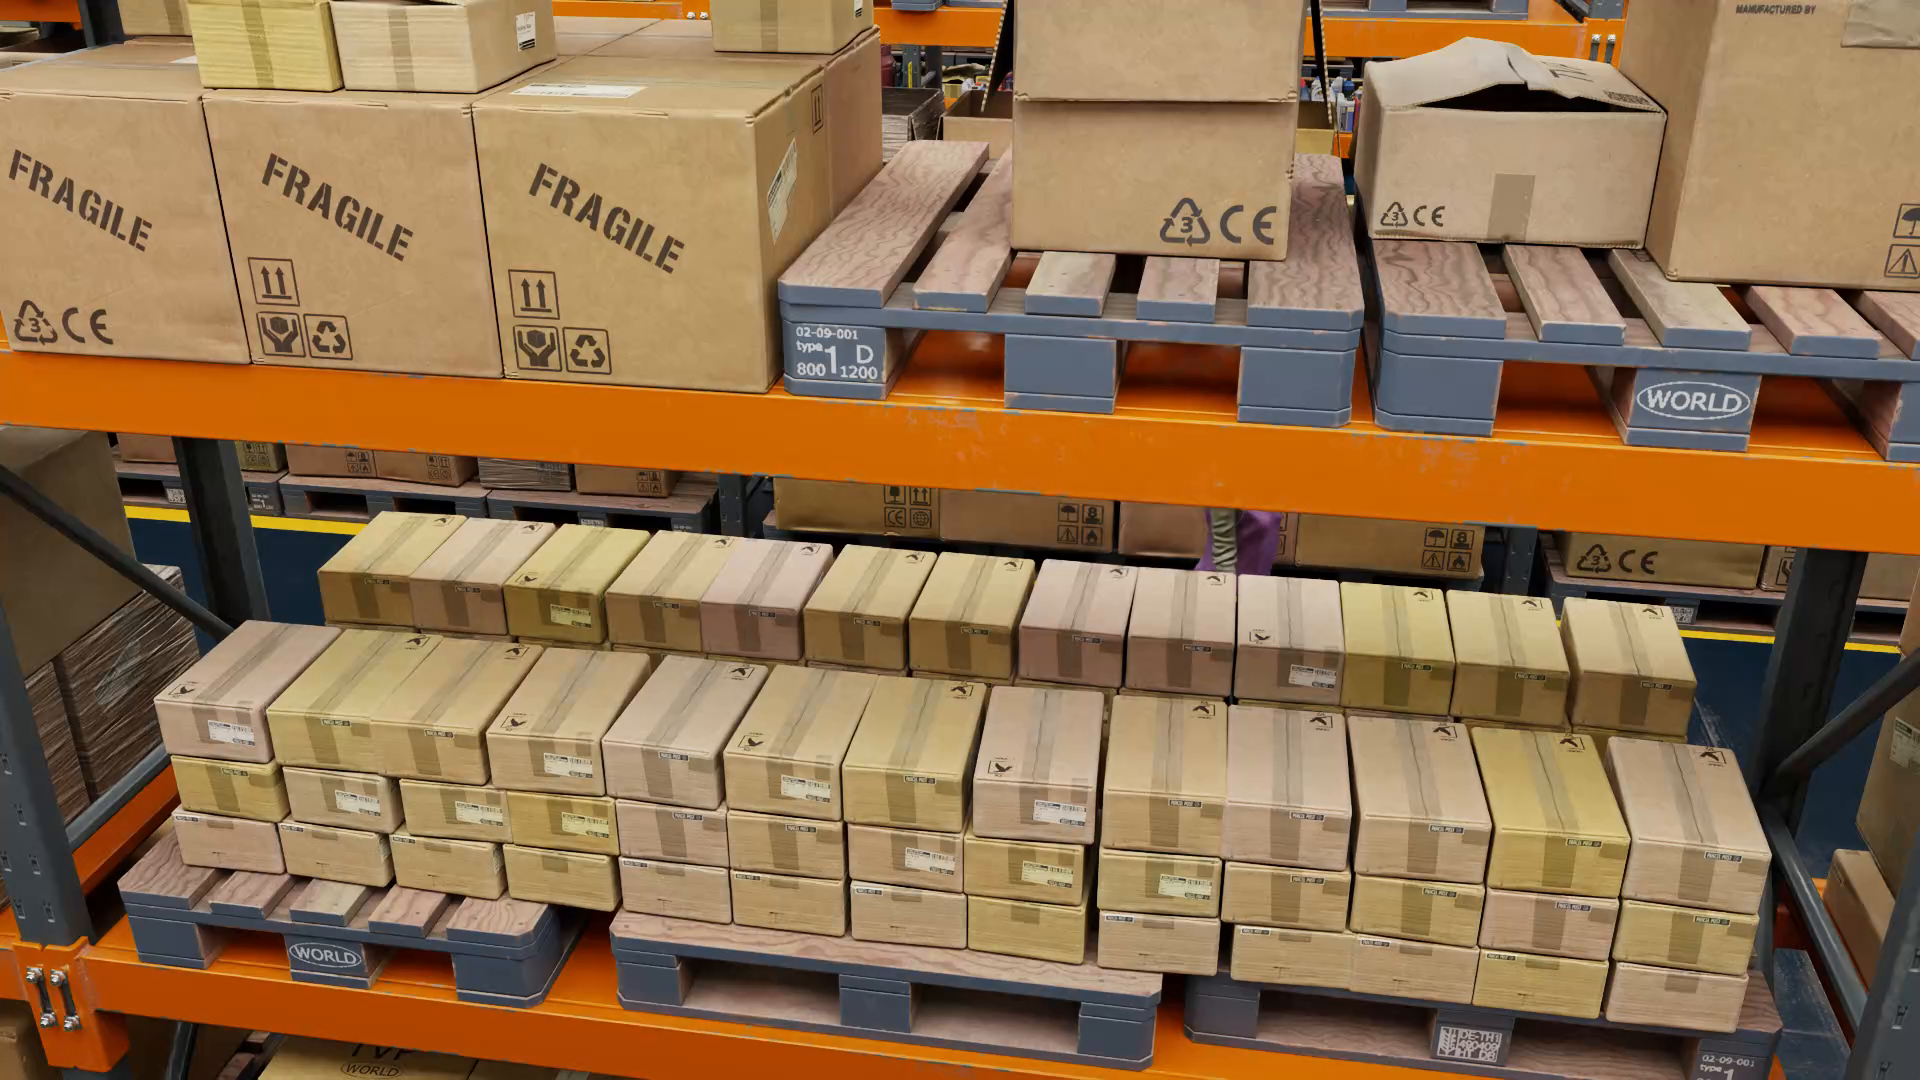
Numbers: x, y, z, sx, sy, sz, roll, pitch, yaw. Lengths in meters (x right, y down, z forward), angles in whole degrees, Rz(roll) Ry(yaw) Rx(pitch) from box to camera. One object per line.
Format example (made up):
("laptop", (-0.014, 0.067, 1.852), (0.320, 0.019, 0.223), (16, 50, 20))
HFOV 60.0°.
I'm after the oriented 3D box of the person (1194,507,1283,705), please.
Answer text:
("person", (1.103, 0.221, 6.603), (0.399, 1.592, 0.422), (16, 30, 30))
